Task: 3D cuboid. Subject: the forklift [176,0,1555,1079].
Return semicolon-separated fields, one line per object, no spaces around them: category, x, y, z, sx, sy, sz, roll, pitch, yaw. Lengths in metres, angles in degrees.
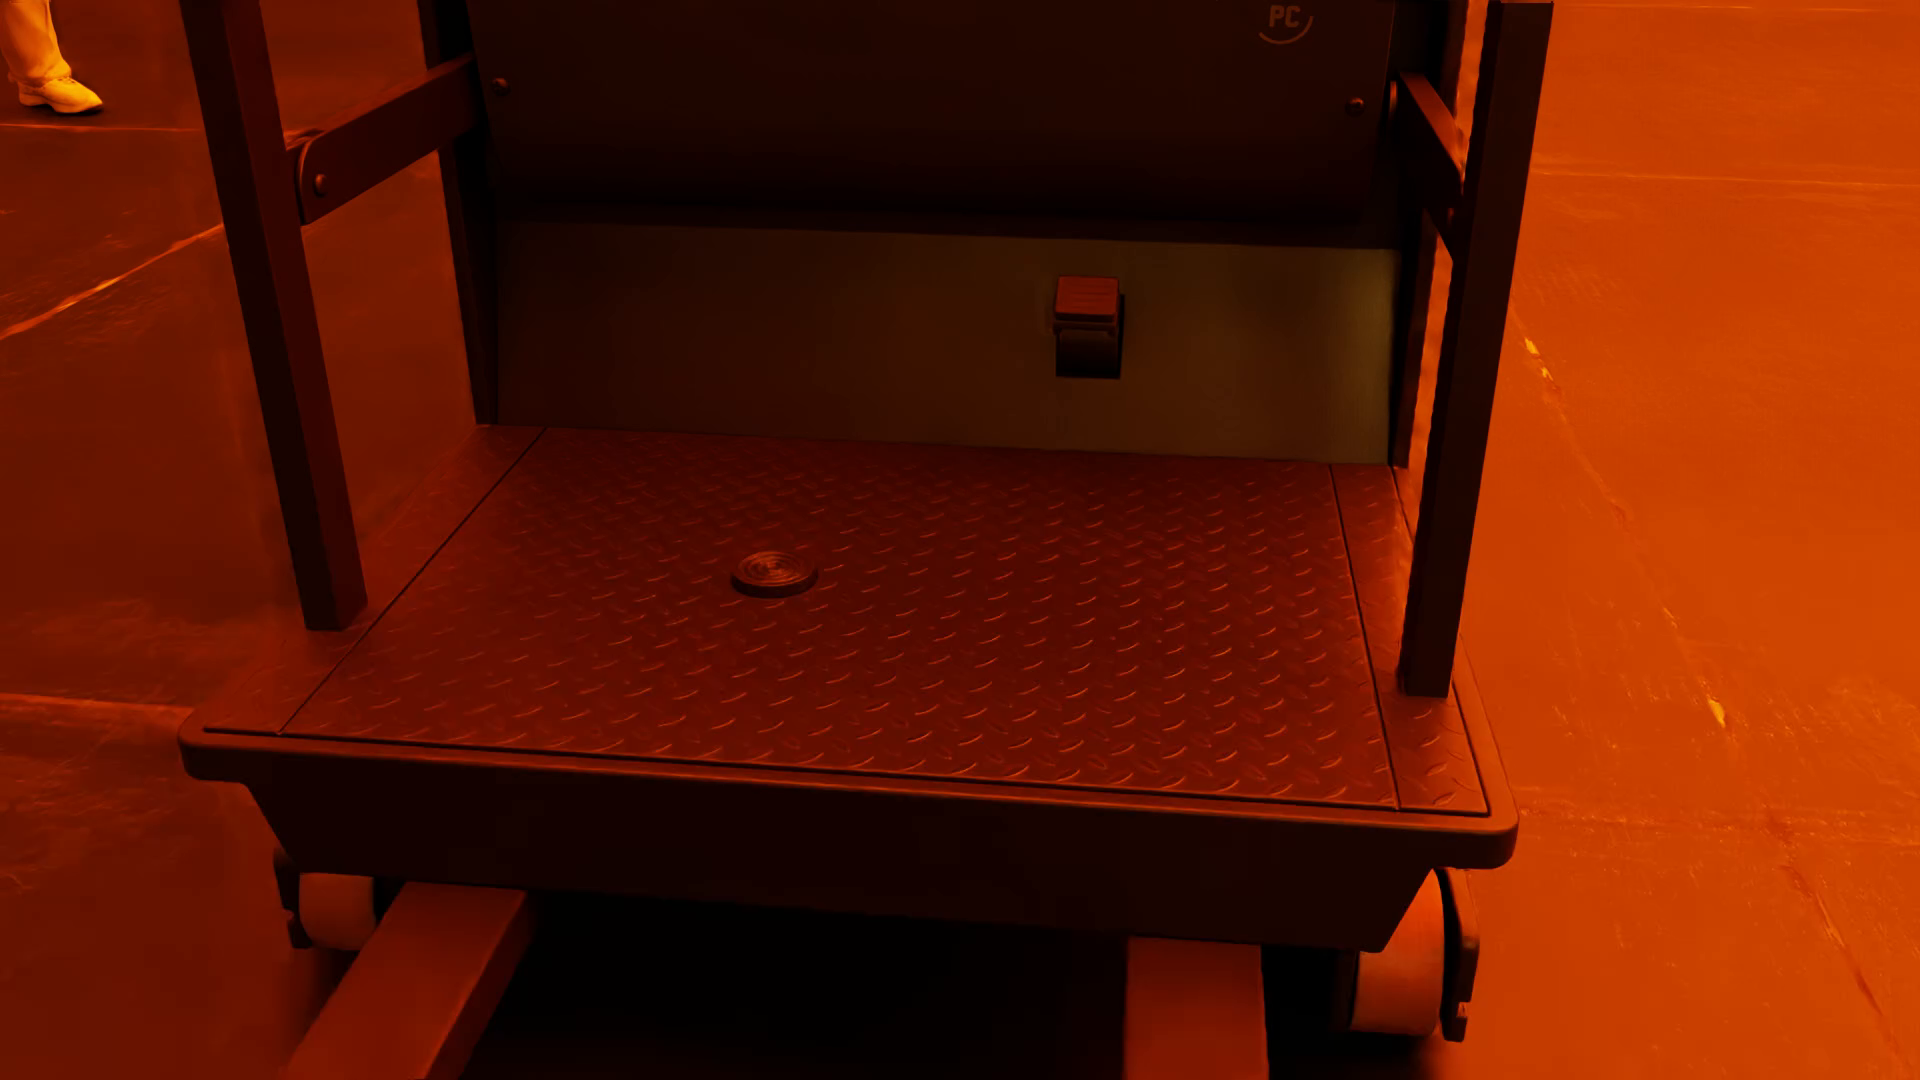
forklift;-0.059;-1.009;1.239;1.130;2.935;3.031;3;27;6

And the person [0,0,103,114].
person;-2.980;-2.077;4.683;0.442;1.770;0.767;22;34;37
